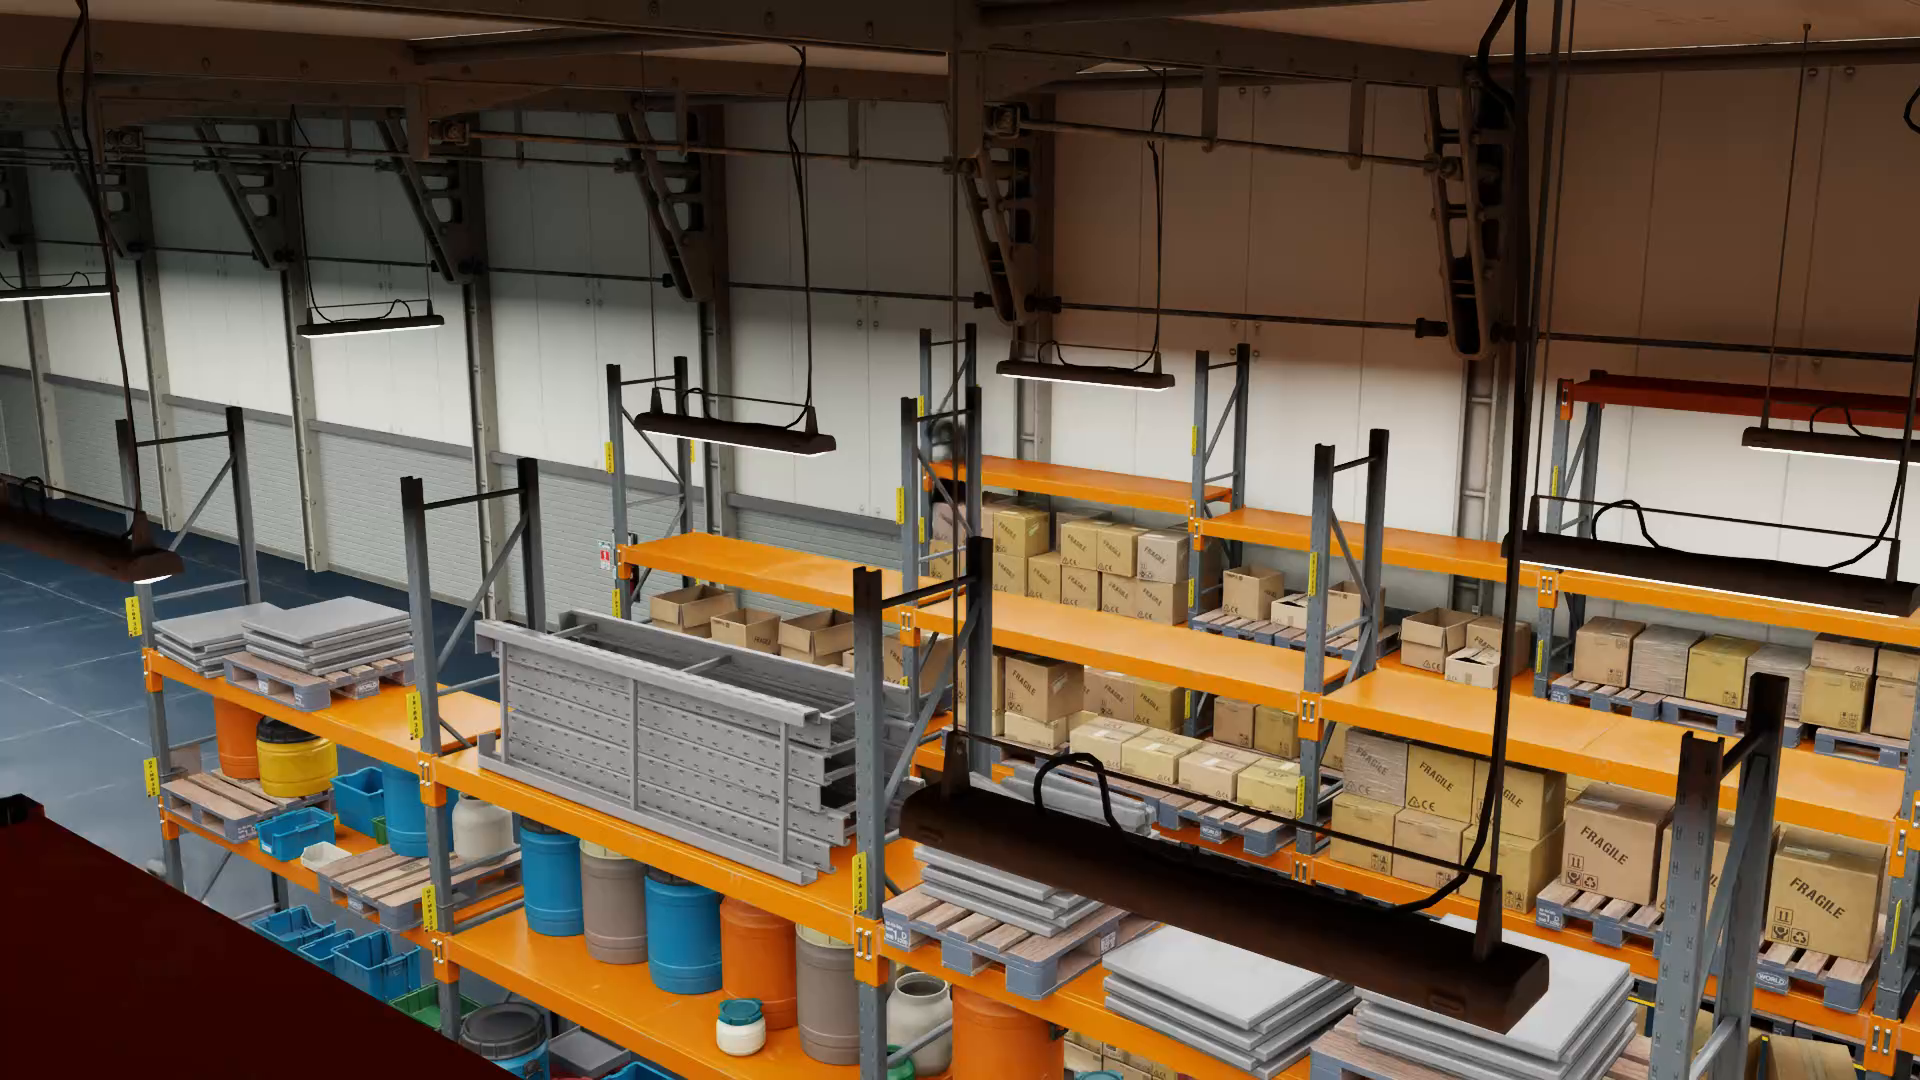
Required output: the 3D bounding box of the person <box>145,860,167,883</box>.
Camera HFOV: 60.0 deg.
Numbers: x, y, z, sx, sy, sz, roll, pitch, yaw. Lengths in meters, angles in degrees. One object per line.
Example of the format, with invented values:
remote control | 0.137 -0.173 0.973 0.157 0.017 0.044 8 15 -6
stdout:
person | -7.475 3.794 15.746 0.622 1.666 0.637 -4 13 -19
